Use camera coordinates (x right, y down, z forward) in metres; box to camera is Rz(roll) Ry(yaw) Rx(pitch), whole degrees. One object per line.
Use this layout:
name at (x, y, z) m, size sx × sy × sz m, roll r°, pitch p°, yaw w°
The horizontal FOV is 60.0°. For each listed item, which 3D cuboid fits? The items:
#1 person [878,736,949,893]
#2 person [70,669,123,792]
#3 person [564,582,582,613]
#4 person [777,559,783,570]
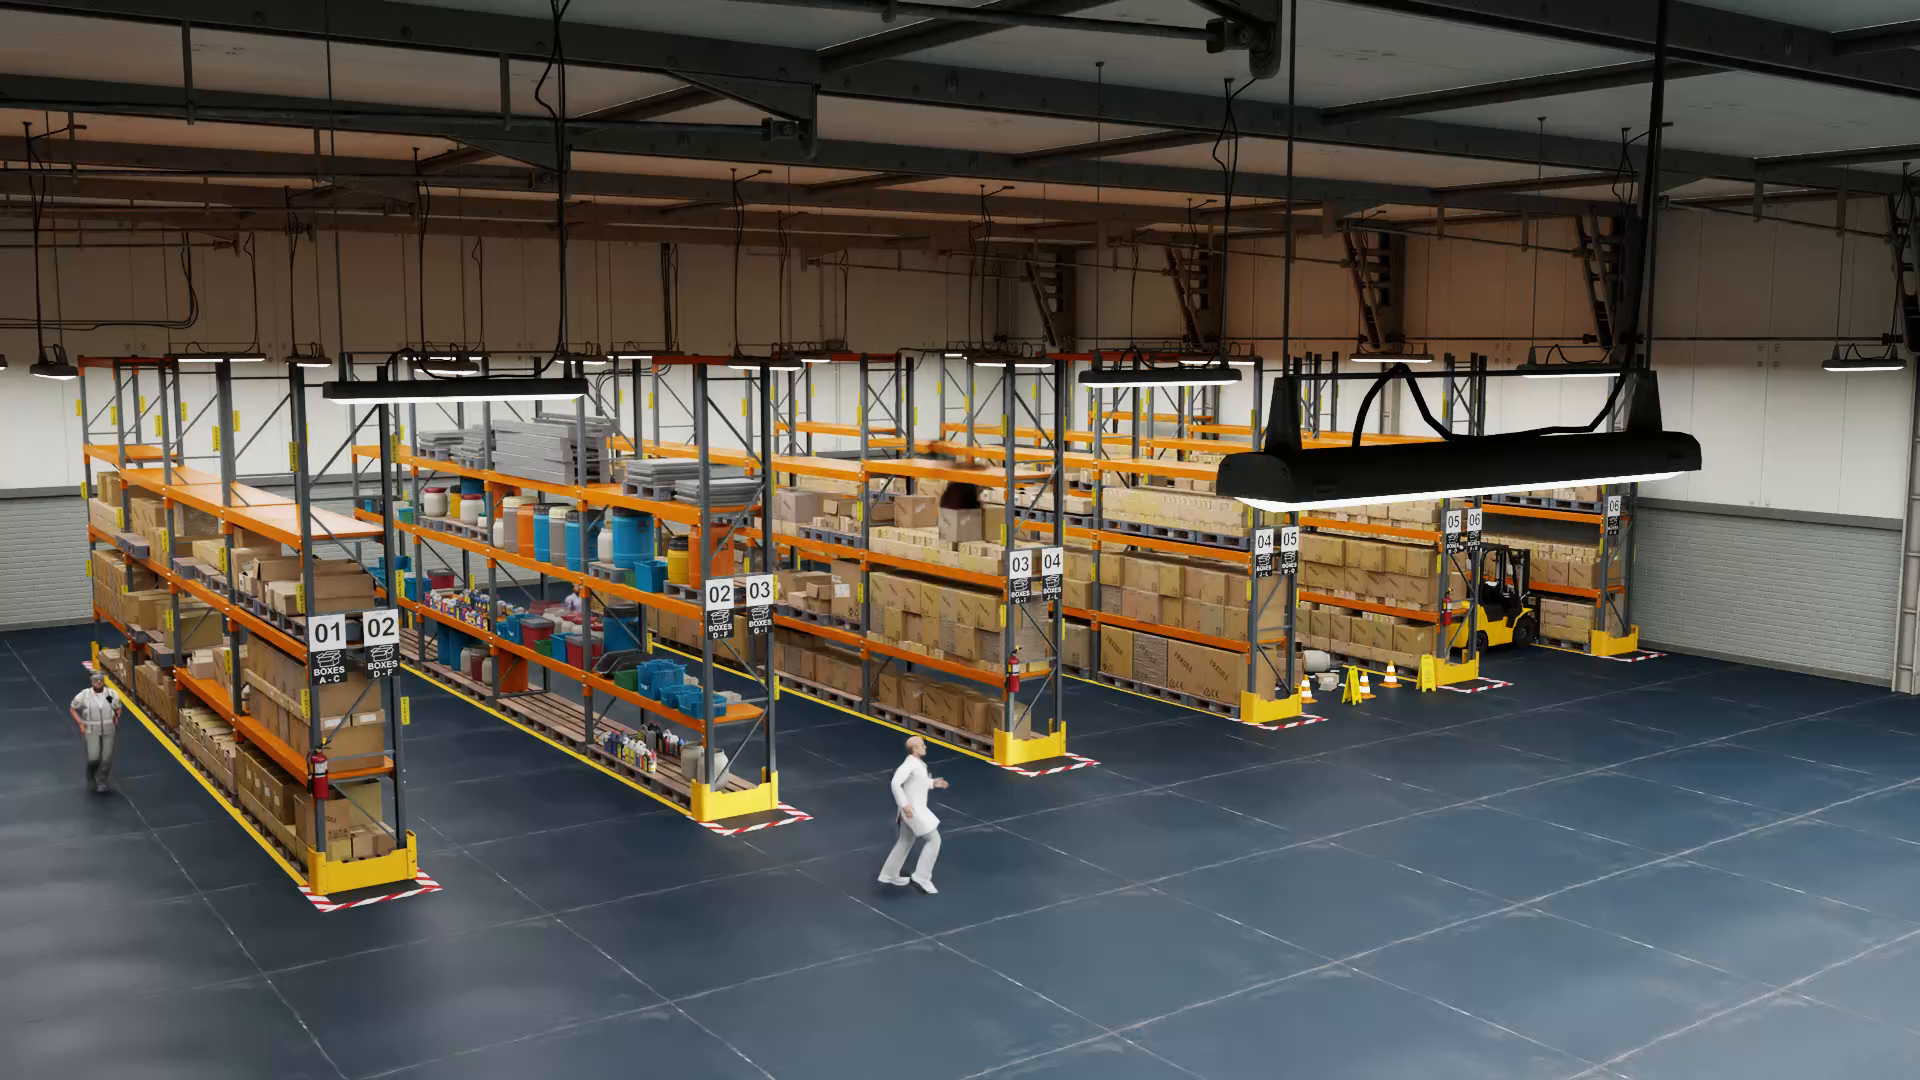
person at (-0.531, 3.200, 19.119) m, size 0.836 × 1.751 × 0.688 m, roll -1°, pitch 7°, yaw -10°
person at (-11.963, 2.660, 23.127) m, size 0.635 × 1.741 × 0.615 m, roll -6°, pitch 9°, yaw -38°
person at (-7.379, 1.615, 32.351) m, size 0.550 × 1.593 × 0.594 m, roll 7°, pitch 9°, yaw 43°
person at (-3.944, 1.201, 35.335) m, size 0.709 × 1.740 × 0.682 m, roll -6°, pitch 9°, yaw -42°
